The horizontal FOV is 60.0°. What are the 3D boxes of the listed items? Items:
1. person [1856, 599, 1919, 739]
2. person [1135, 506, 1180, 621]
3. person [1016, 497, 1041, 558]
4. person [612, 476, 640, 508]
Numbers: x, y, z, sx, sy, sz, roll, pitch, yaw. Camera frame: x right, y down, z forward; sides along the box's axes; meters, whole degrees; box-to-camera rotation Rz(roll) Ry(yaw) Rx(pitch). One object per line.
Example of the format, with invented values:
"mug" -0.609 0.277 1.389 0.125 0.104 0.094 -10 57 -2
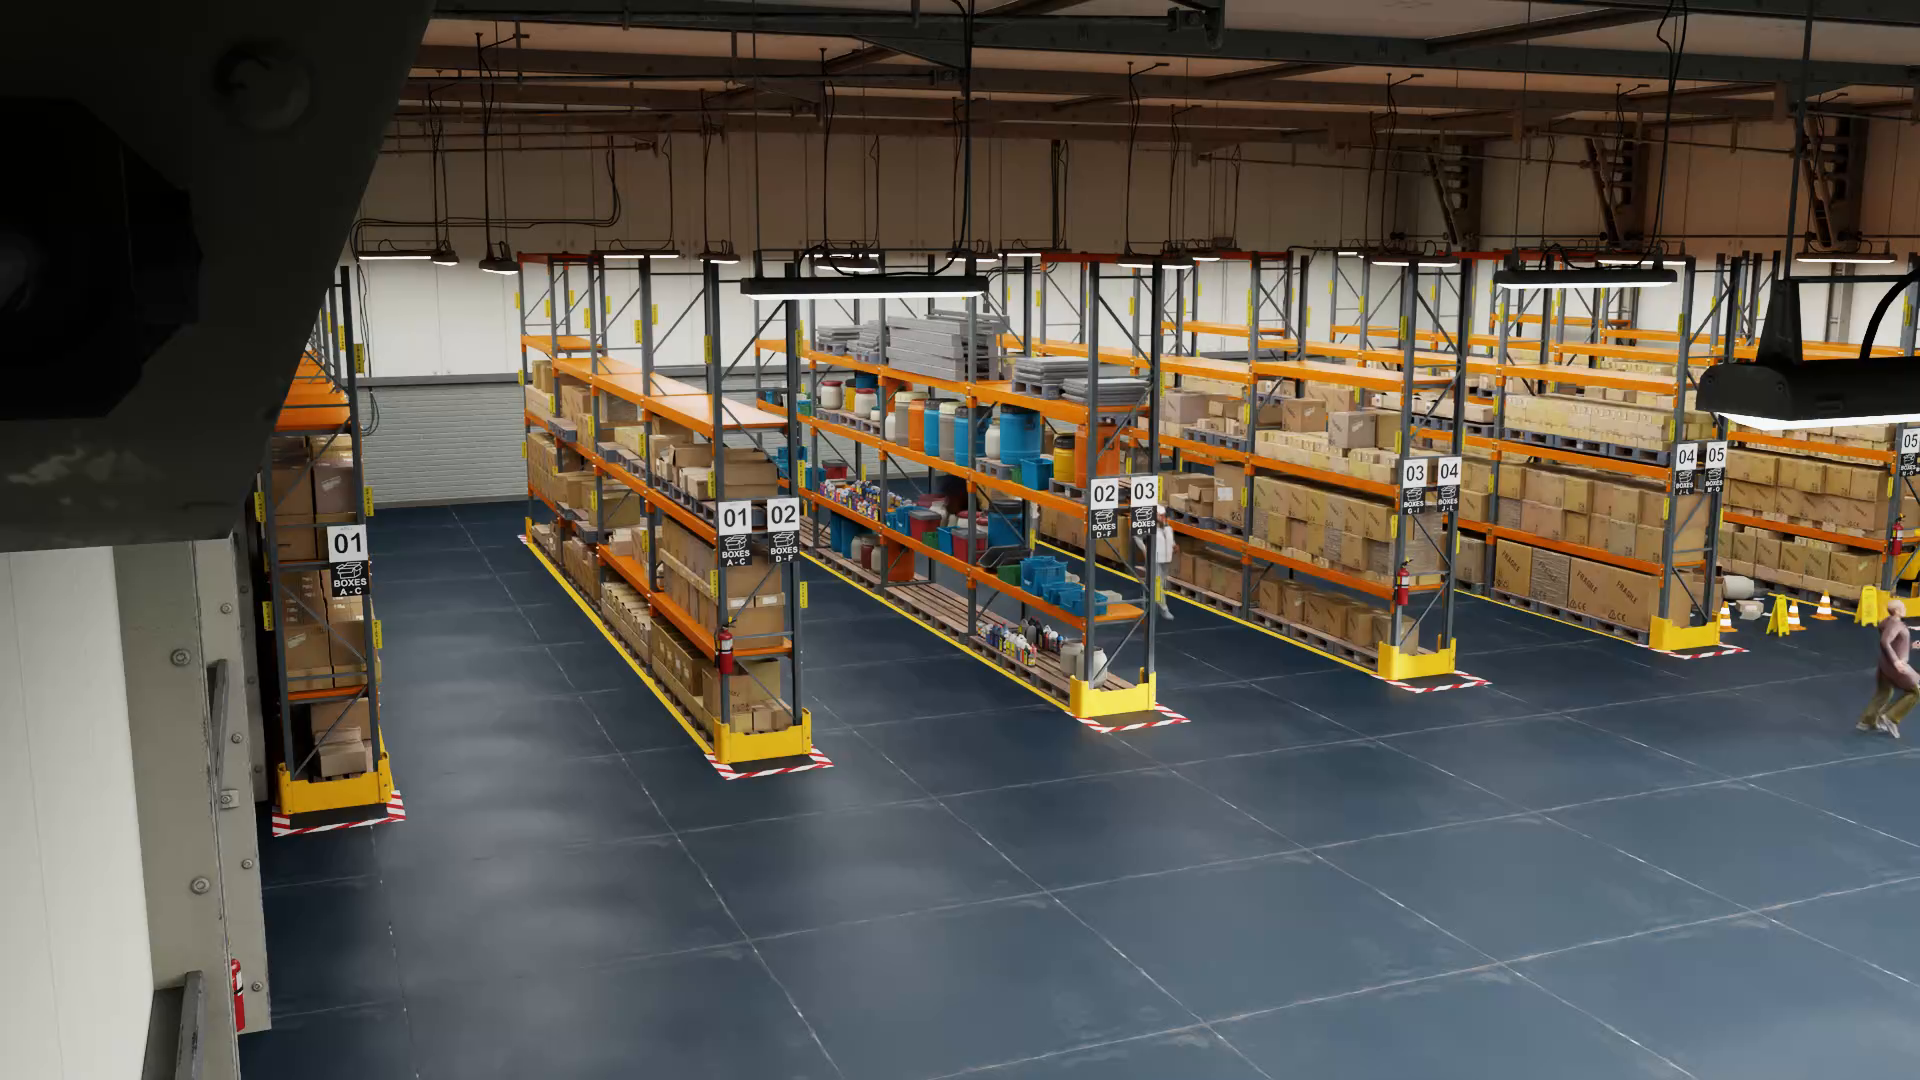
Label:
"person" 11.915 1.640 21.180 0.761 1.790 0.684 1 10 7
"person" 3.190 0.338 26.648 0.663 1.787 0.866 -7 12 -32
"person" 1.339 -0.436 32.797 0.578 1.664 0.684 -6 12 -28
"person" -7.078 -0.978 35.718 0.575 1.679 0.792 5 12 27
